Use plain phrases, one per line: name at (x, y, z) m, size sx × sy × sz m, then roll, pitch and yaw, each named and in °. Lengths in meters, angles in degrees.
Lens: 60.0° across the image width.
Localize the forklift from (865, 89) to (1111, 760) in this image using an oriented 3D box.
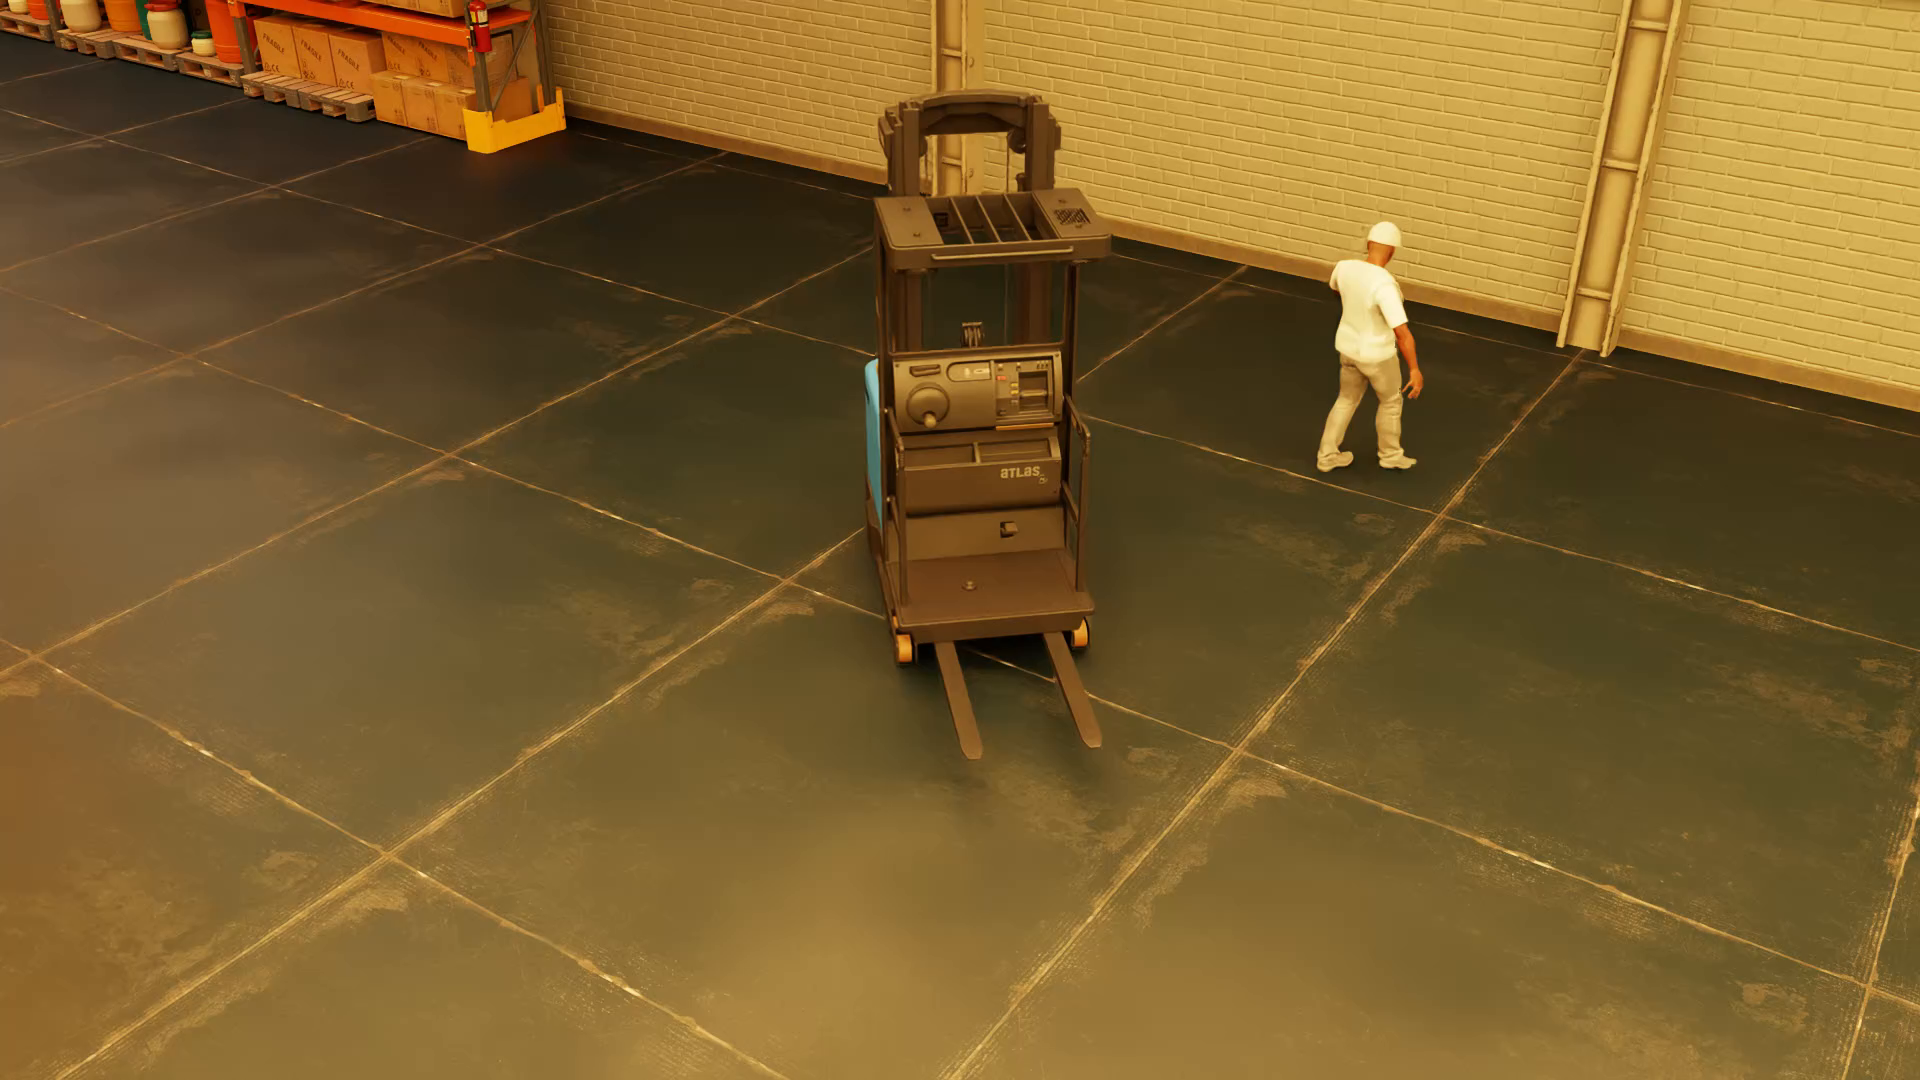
forklift at (0.136, -0.771, 8.908) m, size 1.130 × 2.935 × 3.031 m, roll -5°, pitch 30°, yaw -8°

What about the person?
person at (2.782, -1.249, 10.950) m, size 0.707 × 1.765 × 1.052 m, roll -15°, pitch 34°, yaw -25°
